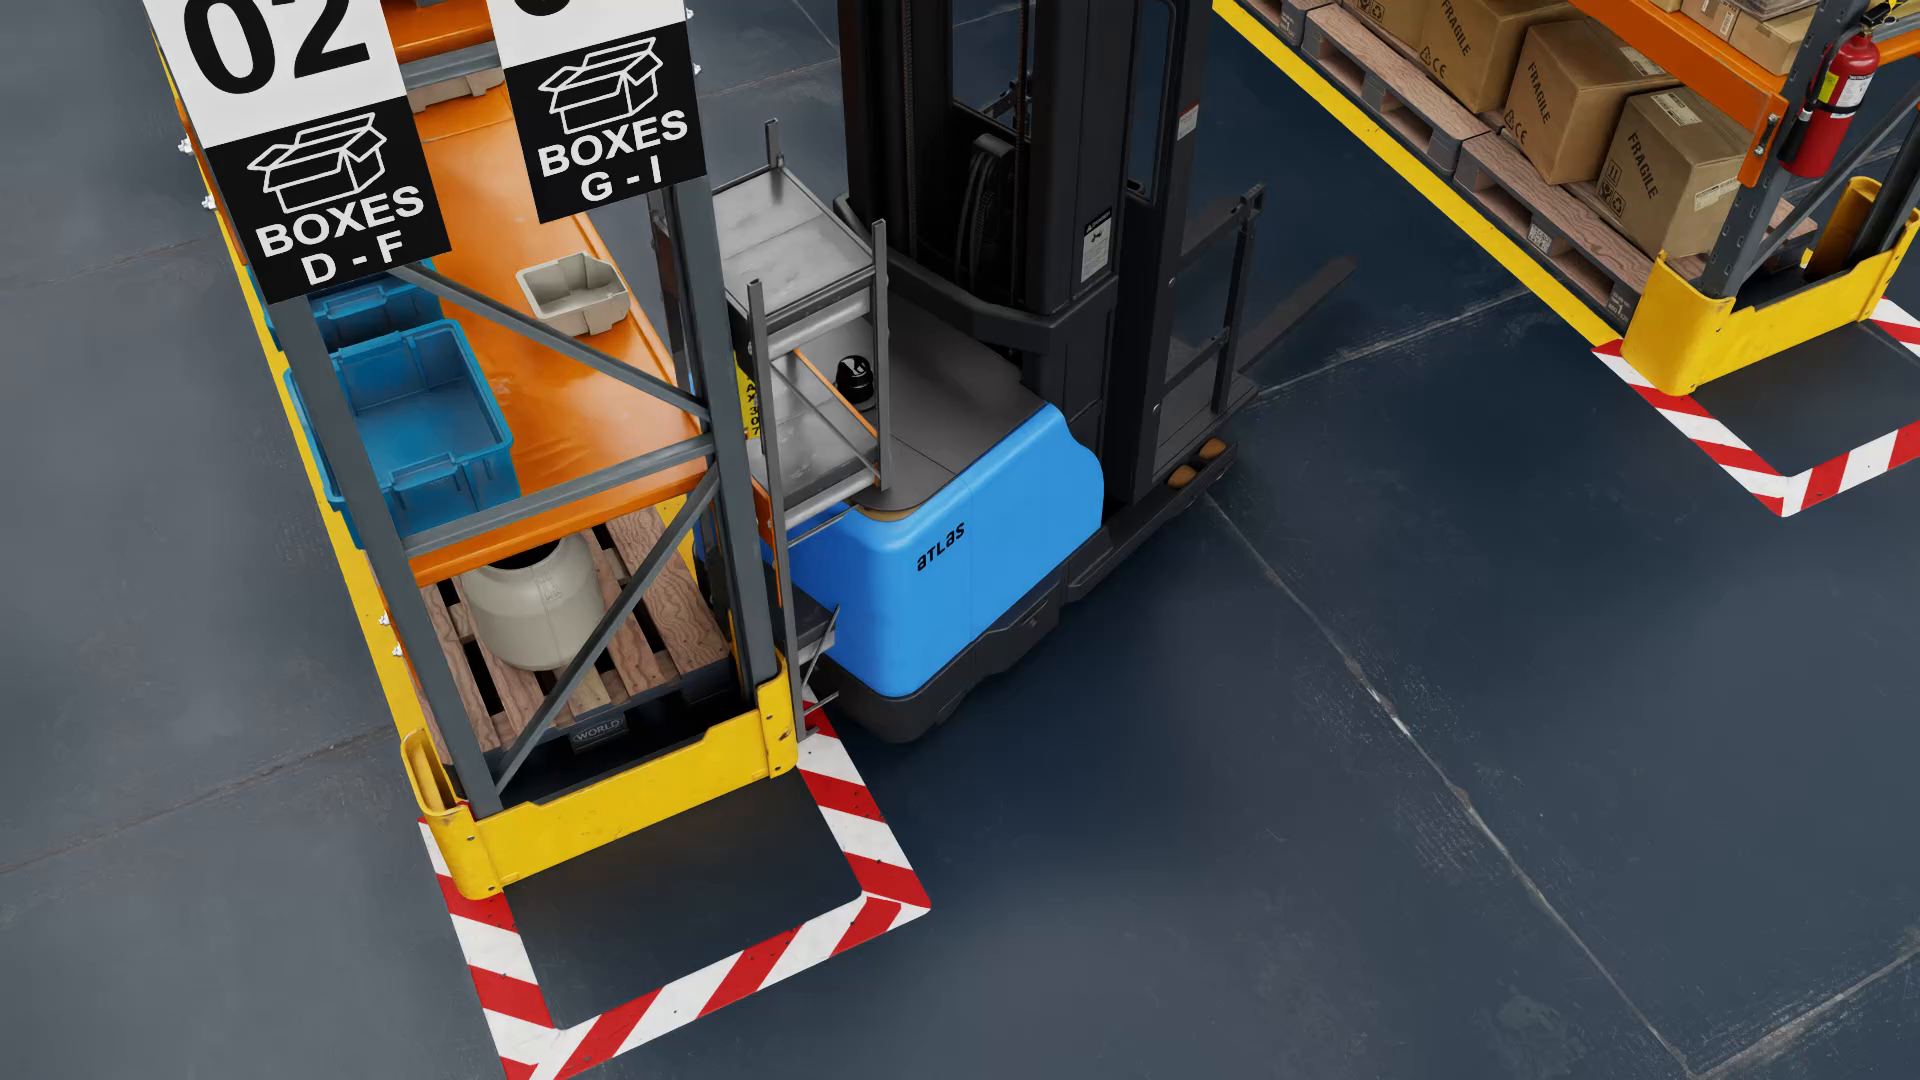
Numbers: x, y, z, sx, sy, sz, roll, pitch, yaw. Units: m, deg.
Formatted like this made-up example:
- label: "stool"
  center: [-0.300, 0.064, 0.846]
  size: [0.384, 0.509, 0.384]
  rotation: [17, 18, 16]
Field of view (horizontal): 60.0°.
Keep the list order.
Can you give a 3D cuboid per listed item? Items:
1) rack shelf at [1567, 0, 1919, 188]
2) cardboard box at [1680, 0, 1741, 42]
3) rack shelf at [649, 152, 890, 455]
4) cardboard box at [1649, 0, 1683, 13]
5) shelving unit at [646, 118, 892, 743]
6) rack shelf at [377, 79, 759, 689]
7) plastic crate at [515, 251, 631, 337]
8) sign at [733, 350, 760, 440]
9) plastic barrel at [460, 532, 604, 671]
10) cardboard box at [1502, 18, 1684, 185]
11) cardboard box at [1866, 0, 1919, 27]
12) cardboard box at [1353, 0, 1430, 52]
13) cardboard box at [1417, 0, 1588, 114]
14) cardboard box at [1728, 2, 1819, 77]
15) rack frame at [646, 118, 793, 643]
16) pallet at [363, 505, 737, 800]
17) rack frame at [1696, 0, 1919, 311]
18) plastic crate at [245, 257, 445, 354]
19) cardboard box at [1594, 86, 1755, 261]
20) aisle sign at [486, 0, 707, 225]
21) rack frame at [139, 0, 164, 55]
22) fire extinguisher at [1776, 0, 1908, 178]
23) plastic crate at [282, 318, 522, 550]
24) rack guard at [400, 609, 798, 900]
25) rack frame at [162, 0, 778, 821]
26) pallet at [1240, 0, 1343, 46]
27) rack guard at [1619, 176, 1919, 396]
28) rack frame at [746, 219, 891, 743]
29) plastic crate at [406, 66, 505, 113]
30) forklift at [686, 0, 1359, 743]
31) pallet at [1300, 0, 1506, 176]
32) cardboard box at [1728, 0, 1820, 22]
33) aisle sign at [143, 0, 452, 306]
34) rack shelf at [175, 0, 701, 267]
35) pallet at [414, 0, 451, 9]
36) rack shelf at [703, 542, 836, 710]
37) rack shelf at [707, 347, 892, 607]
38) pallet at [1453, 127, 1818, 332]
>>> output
- label: "rack shelf"
  center: [2.445, -2.921, 7.290]
  size: [1.077, 0.370, 4.000]
  rotation: [-21, 52, -18]
- label: "cardboard box"
  center: [2.932, -2.024, 6.194]
  size: [0.380, 0.149, 0.250]
  rotation: [-21, 52, -18]
- label: "rack shelf"
  center: [-0.503, -0.635, 4.465]
  size: [0.431, 0.518, 0.480]
  rotation: [-30, 58, -23]
- label: "cardboard box"
  center: [2.772, -2.174, 6.325]
  size: [0.380, 0.149, 0.250]
  rotation: [-21, 52, -18]
- label: "shelving unit"
  center: [-0.517, -0.211, 5.005]
  size: [0.431, 2.100, 0.503]
  rotation: [-30, 58, -23]
- label: "rack shelf"
  center: [-1.959, -1.215, 5.798]
  size: [1.077, 0.370, 4.000]
  rotation: [-21, 52, -18]
- label: "plastic crate"
  center: [-1.168, -0.736, 5.077]
  size: [0.298, 0.136, 0.250]
  rotation: [-21, 52, -18]
- label: "sign"
  center: [-0.553, -0.391, 4.415]
  size: [0.100, 0.325, 0.005]
  rotation: [-21, 52, -18]
- label: "plastic barrel"
  center: [-1.413, 0.153, 5.497]
  size: [0.421, 0.512, 0.421]
  rotation: [0, 49, 0]
- label: "cardboard box"
  center: [2.785, -1.947, 7.342]
  size: [0.500, 0.500, 0.500]
  rotation: [-9, 49, -8]
- label: "cardboard box"
  center: [3.441, -2.010, 6.182]
  size: [0.380, 0.149, 0.250]
  rotation: [-21, 52, -18]
- label: "cardboard box"
  center: [2.300, -2.761, 8.054]
  size: [0.500, 0.500, 0.500]
  rotation: [-26, 54, -21]
- label: "cardboard box"
  center: [2.515, -2.372, 7.714]
  size: [0.500, 0.500, 0.500]
  rotation: [-17, 51, -14]
- label: "cardboard box"
  center: [3.046, -1.856, 6.048]
  size: [0.380, 0.149, 0.250]
  rotation: [-21, 52, -18]
- label: "rack frame"
  center: [-0.664, -0.366, 5.123]
  size: [0.400, 2.100, 0.015]
  rotation: [-30, 58, -23]
- label: "pallet"
  center: [-1.488, 0.224, 5.914]
  size: [1.003, 0.211, 1.213]
  rotation: [-21, 52, -18]
- label: "rack frame"
  center: [3.360, -1.819, 5.849]
  size: [1.000, 3.000, 0.127]
  rotation: [-21, 52, -18]
- label: "plastic crate"
  center: [-1.831, -0.733, 4.997]
  size: [0.499, 0.251, 0.408]
  rotation: [-21, 52, -18]
- label: "cardboard box"
  center: [3.089, -1.559, 7.002]
  size: [0.500, 0.500, 0.500]
  rotation: [-13, 50, -11]
- label: "aisle sign"
  center: [-0.751, -1.022, 3.424]
  size: [0.394, 0.787, 0.004]
  rotation: [-21, 52, -18]
- label: "rack frame"
  center: [-1.044, -2.089, 2.098]
  size: [1.000, 3.000, 0.127]
  rotation: [-21, 52, -18]
- label: "fire extinguisher"
  center: [3.002, -1.559, 5.672]
  size: [0.296, 0.674, 0.183]
  rotation: [-21, 52, -18]
- label: "plastic crate"
  center: [-1.539, -0.296, 4.615]
  size: [0.499, 0.251, 0.616]
  rotation: [-21, 52, -18]
- label: "rack guard"
  center: [-1.121, 0.675, 5.328]
  size: [1.175, 0.500, 0.348]
  rotation: [-21, 52, -18]
- label: "rack frame"
  center: [-1.044, -0.113, 4.356]
  size: [1.000, 3.000, 0.127]
  rotation: [-21, 52, -18]
- label: "pallet"
  center: [1.868, -3.141, 8.857]
  size: [1.003, 0.211, 1.213]
  rotation: [-21, 52, -18]
- label: "rack guard"
  center: [3.325, -1.047, 6.834]
  size: [1.175, 0.500, 0.348]
  rotation: [-21, 52, -18]
- label: "rack frame"
  center: [-0.371, -0.056, 4.887]
  size: [0.400, 2.100, 0.015]
  rotation: [-30, 58, -23]
- label: "plastic crate"
  center: [-1.906, -1.704, 5.923]
  size: [0.530, 0.136, 0.437]
  rotation: [-21, 52, -18]
- label: "forklift"
  center: [0.419, -1.317, 5.455]
  size: [1.130, 2.935, 3.031]
  rotation: [34, 57, 26]
- label: "pallet"
  center: [2.430, -2.324, 8.142]
  size: [1.003, 0.211, 1.213]
  rotation: [-21, 52, -18]
- label: "cardboard box"
  center: [3.133, -2.328, 6.029]
  size: [0.875, 0.500, 0.500]
  rotation: [-21, 52, -18]
- label: "aisle sign"
  center: [-1.275, -0.819, 3.246]
  size: [0.394, 0.787, 0.004]
  rotation: [-21, 52, -18]
- label: "rack shelf"
  center: [-1.959, -2.203, 4.669]
  size: [1.077, 0.370, 4.000]
  rotation: [-21, 52, -18]
- label: "pallet"
  center: [-1.336, -1.626, 3.812]
  size: [1.003, 0.211, 1.213]
  rotation: [-21, 52, -18]
- label: "rack shelf"
  center: [-0.533, 0.230, 5.566]
  size: [0.431, 0.518, 0.480]
  rotation: [-30, 58, -23]
- label: "rack shelf"
  center: [-0.518, -0.203, 5.016]
  size: [0.431, 0.518, 0.480]
  rotation: [-30, 58, -23]
- label: "pallet"
  center: [2.985, -1.508, 7.429]
  size: [1.003, 0.211, 1.213]
  rotation: [-21, 52, -18]
